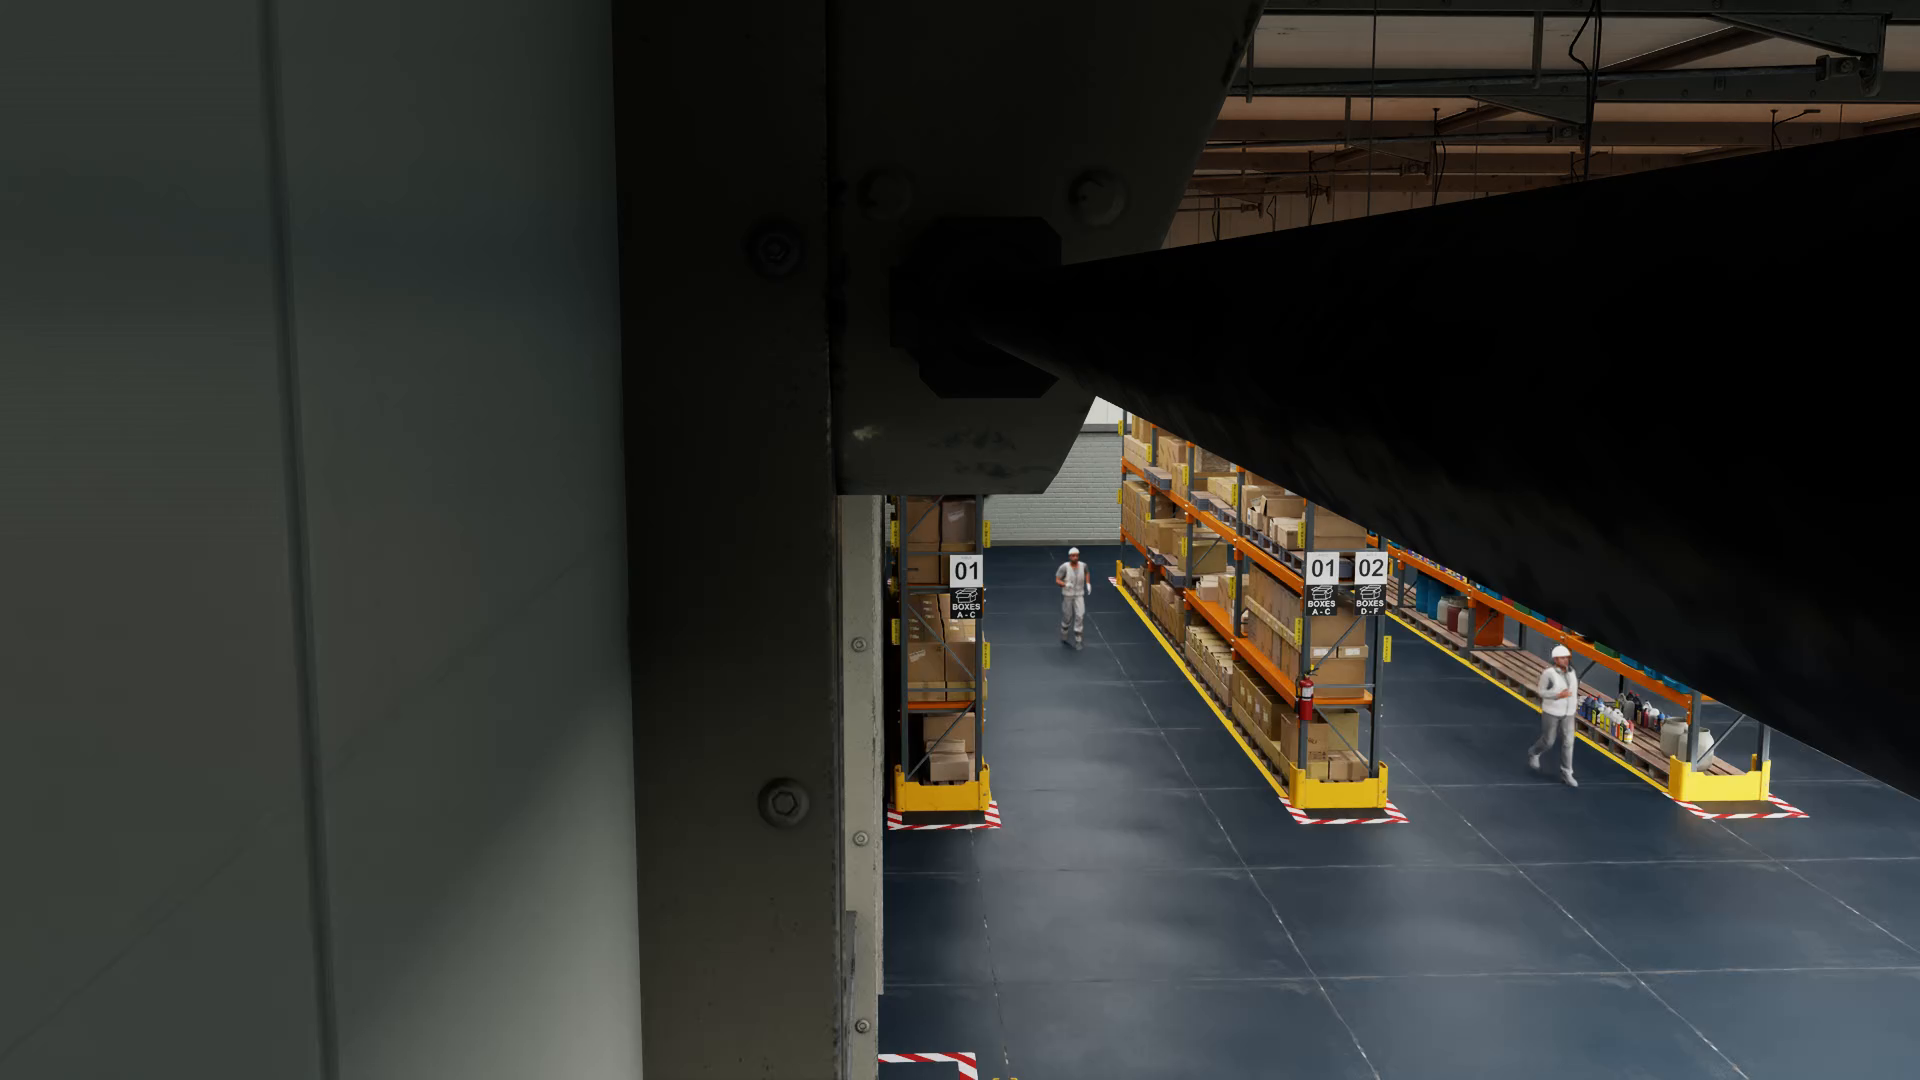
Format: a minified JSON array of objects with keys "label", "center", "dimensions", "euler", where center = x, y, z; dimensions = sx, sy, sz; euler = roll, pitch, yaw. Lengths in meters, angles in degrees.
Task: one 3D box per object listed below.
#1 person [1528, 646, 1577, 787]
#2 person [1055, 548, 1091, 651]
[{"label":"person","center":[7.793,2.245,21.713],"dimensions":[0.670,1.768,0.924],"euler":[-2,9,-13]},{"label":"person","center":[2.038,1.036,29.977],"dimensions":[0.680,1.839,0.842],"euler":[-2,9,-10]}]
